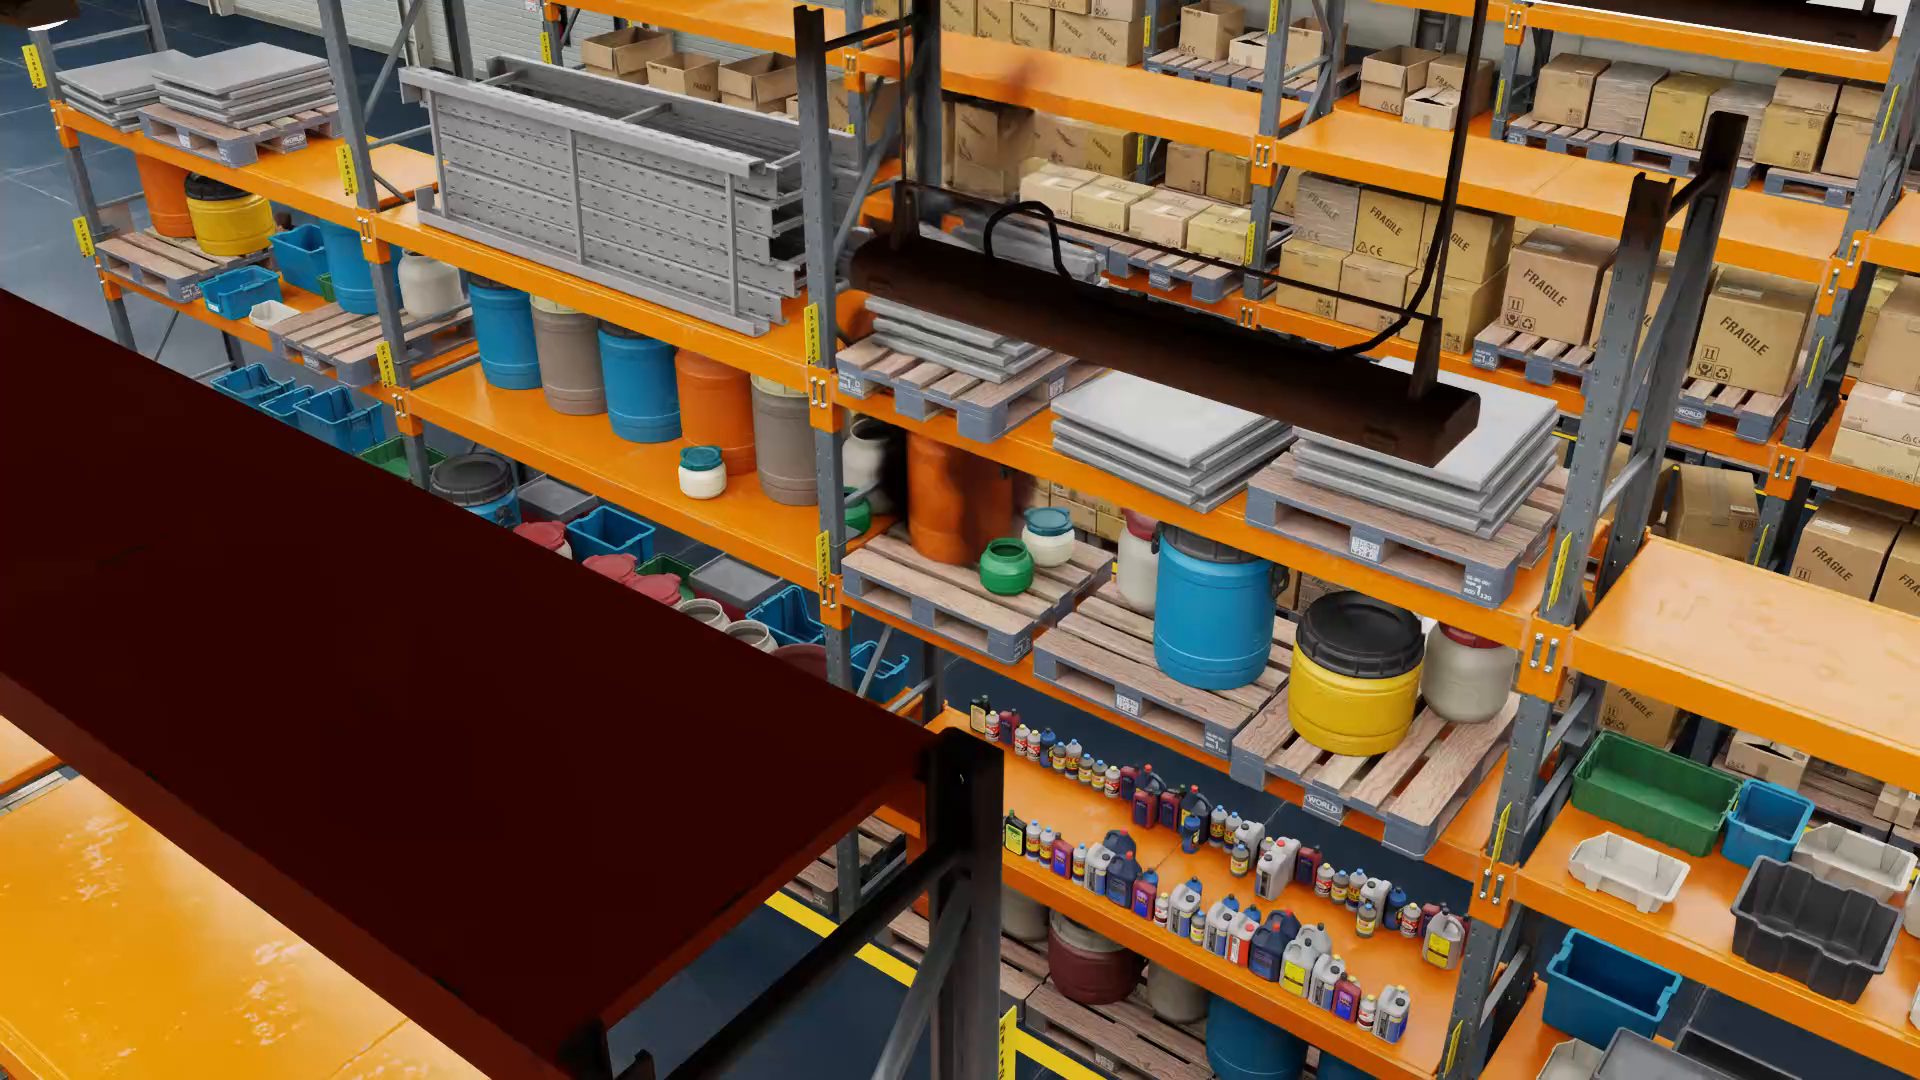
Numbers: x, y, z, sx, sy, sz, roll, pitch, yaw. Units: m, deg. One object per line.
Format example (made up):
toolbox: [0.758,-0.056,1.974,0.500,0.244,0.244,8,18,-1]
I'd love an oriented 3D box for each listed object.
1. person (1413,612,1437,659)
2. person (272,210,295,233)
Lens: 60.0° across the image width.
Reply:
person: [2.946,1.110,11.282,0.792,1.850,0.669,13,34,20]
person: [-7.241,-2.784,18.265,0.755,1.725,0.537,-12,33,-19]
